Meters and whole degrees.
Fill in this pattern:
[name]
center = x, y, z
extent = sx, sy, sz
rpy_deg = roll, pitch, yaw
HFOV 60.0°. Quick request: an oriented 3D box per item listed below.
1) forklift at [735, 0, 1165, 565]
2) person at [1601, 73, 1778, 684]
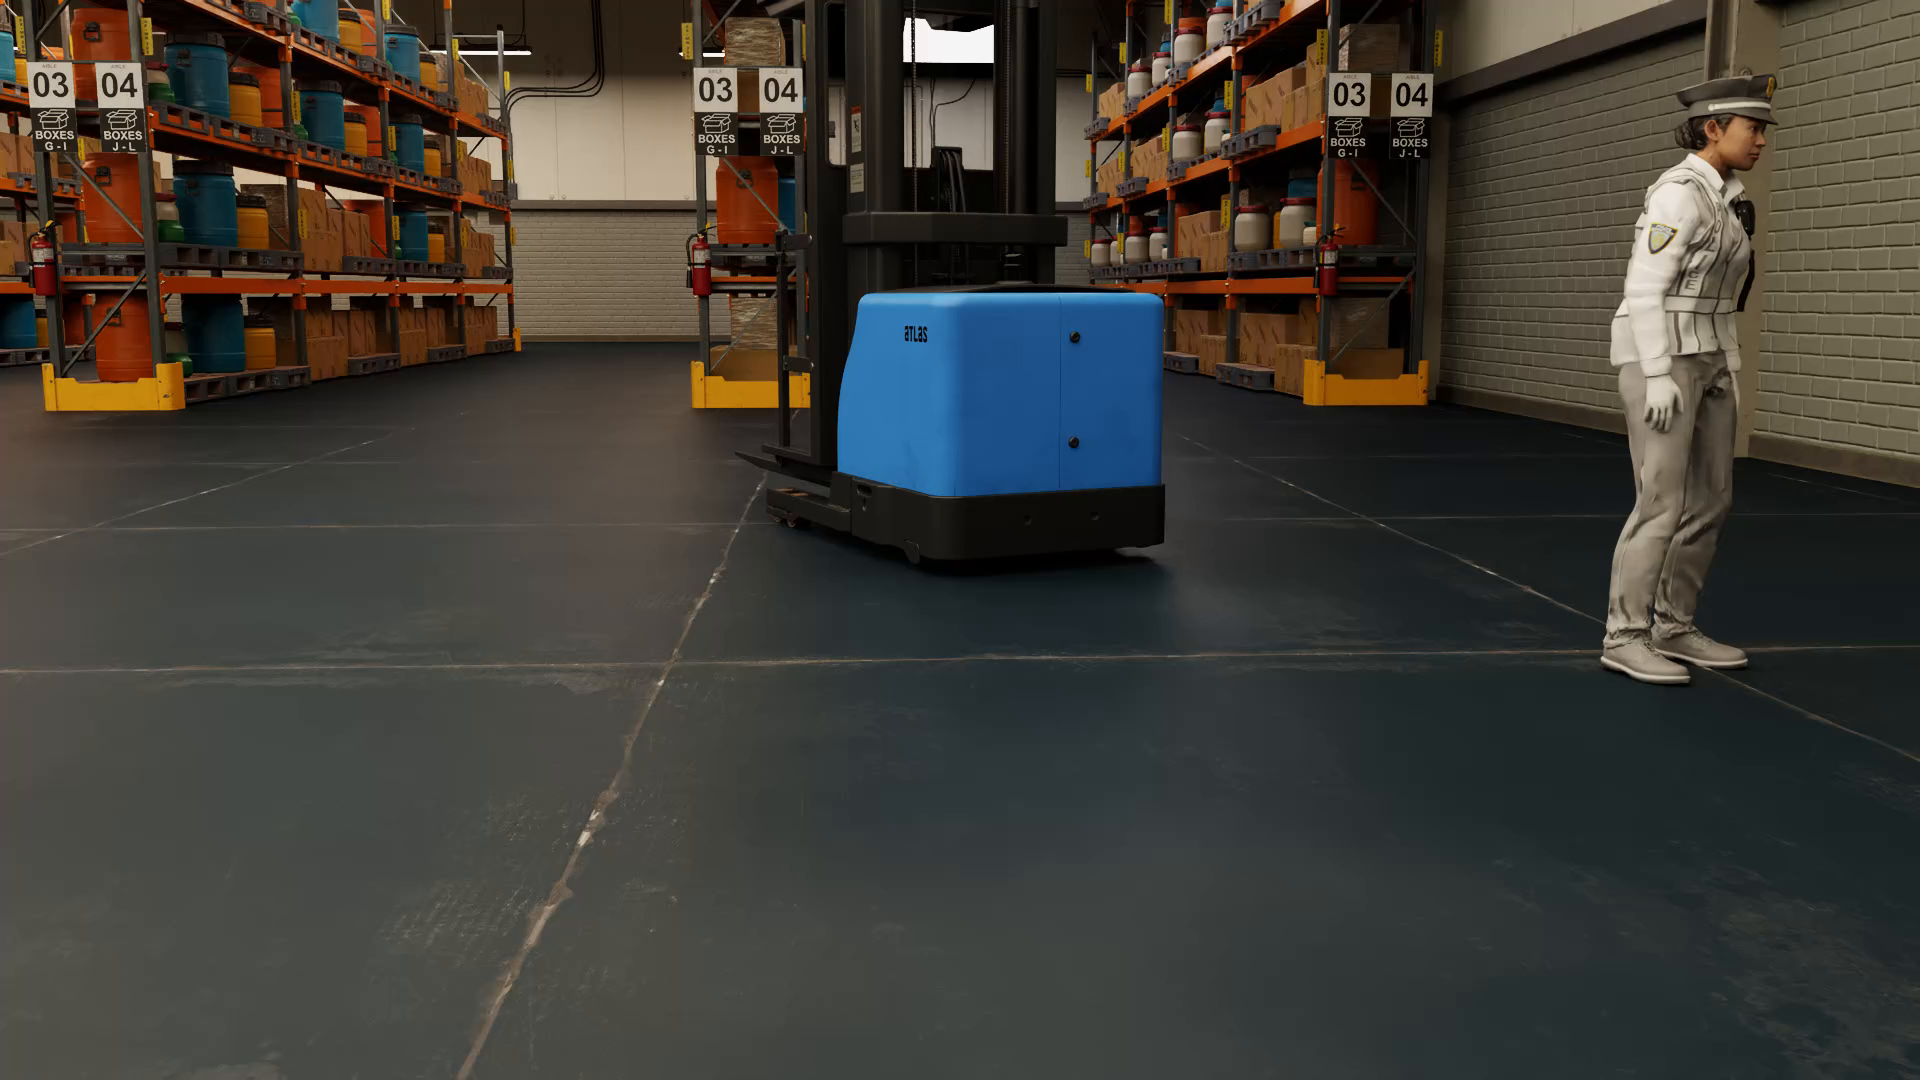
[forklift]
center = -0.264, -1.530, 7.637
extent = 1.130, 2.935, 3.031
rpy_deg = -4, 9, -25
[person]
center = 2.066, -0.457, 4.728
extent = 0.546, 1.664, 0.376
rpy_deg = -7, 11, -41
